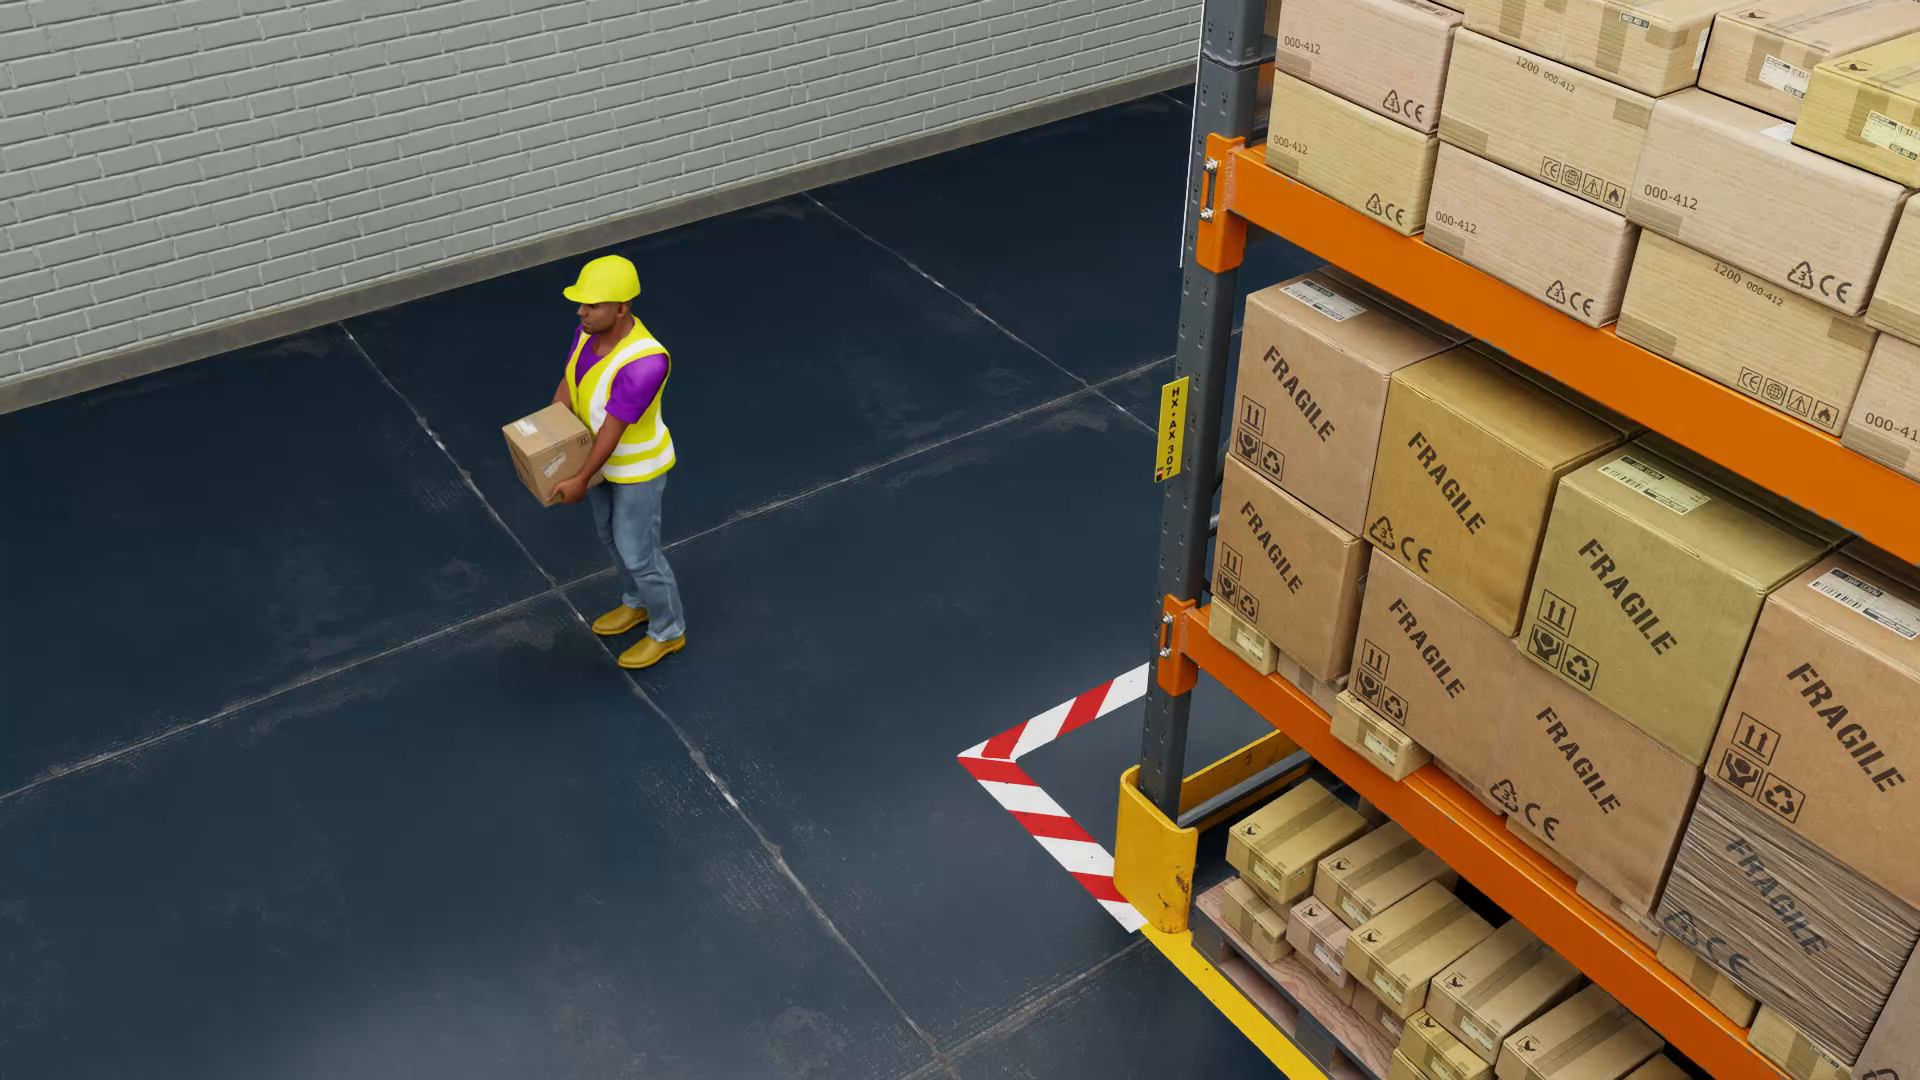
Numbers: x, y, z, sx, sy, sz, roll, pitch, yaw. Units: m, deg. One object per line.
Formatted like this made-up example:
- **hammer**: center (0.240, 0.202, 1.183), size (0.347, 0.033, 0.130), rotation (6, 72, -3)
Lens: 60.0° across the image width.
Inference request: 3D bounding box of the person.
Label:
- **person**: center (-1.398, -0.269, 6.497), size (0.559, 1.763, 0.505), rotation (-23, 42, -28)
